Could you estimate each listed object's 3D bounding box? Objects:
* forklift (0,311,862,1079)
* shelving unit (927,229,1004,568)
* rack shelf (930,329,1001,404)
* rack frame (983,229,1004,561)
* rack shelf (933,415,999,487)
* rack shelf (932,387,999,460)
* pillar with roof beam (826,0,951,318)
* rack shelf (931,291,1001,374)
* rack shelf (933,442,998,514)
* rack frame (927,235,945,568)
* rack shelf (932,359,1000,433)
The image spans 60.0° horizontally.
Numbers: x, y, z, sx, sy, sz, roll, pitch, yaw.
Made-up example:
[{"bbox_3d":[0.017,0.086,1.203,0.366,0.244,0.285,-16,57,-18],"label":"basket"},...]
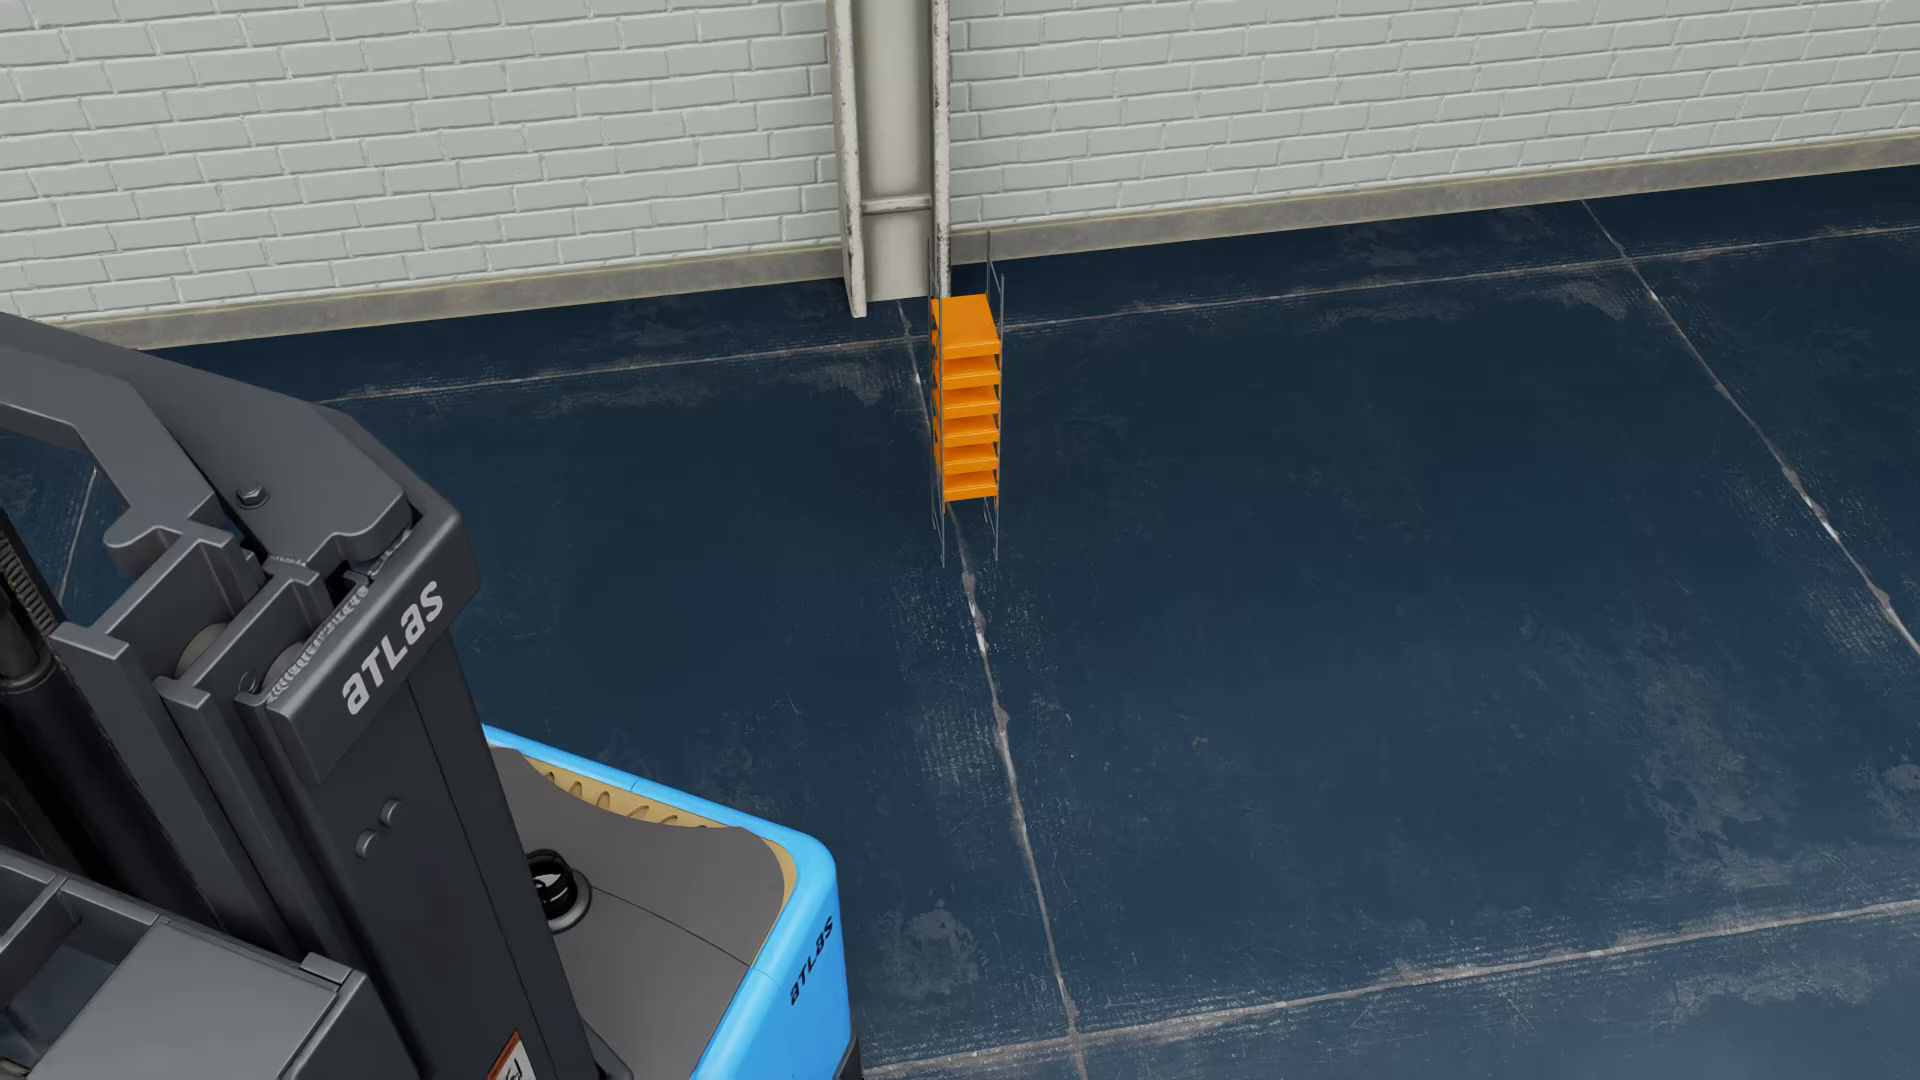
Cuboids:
[{"bbox_3d":[-1.269,1.252,2.508,1.130,2.935,3.031,16,48,15],"label":"forklift"},{"bbox_3d":[0.014,-0.418,5.320,0.189,1.200,0.258,-7,46,-7],"label":"shelving unit"},{"bbox_3d":[0.014,-0.554,5.179,0.180,0.103,0.258,-7,46,-7],"label":"rack shelf"},{"bbox_3d":[0.104,-0.429,5.330,0.006,1.200,0.240,-7,46,-7],"label":"rack frame"},{"bbox_3d":[0.014,-0.304,5.438,0.180,0.103,0.258,-7,46,-7],"label":"rack shelf"},{"bbox_3d":[0.014,-0.387,5.352,0.180,0.103,0.258,-7,46,-7],"label":"rack shelf"},{"bbox_3d":[0.477,-1.083,0.545,0.400,9.000,9.100,-7,46,-7],"label":"pillar with roof beam"},{"bbox_3d":[0.014,-0.637,5.092,0.180,0.103,0.258,-7,46,-7],"label":"rack shelf"},{"bbox_3d":[0.014,-0.221,5.524,0.180,0.103,0.258,-7,46,-7],"label":"rack shelf"},{"bbox_3d":[-0.076,-0.407,5.309,0.006,1.200,0.240,-7,46,-7],"label":"rack frame"},{"bbox_3d":[0.014,-0.471,5.265,0.180,0.103,0.258,-7,46,-7],"label":"rack shelf"}]
